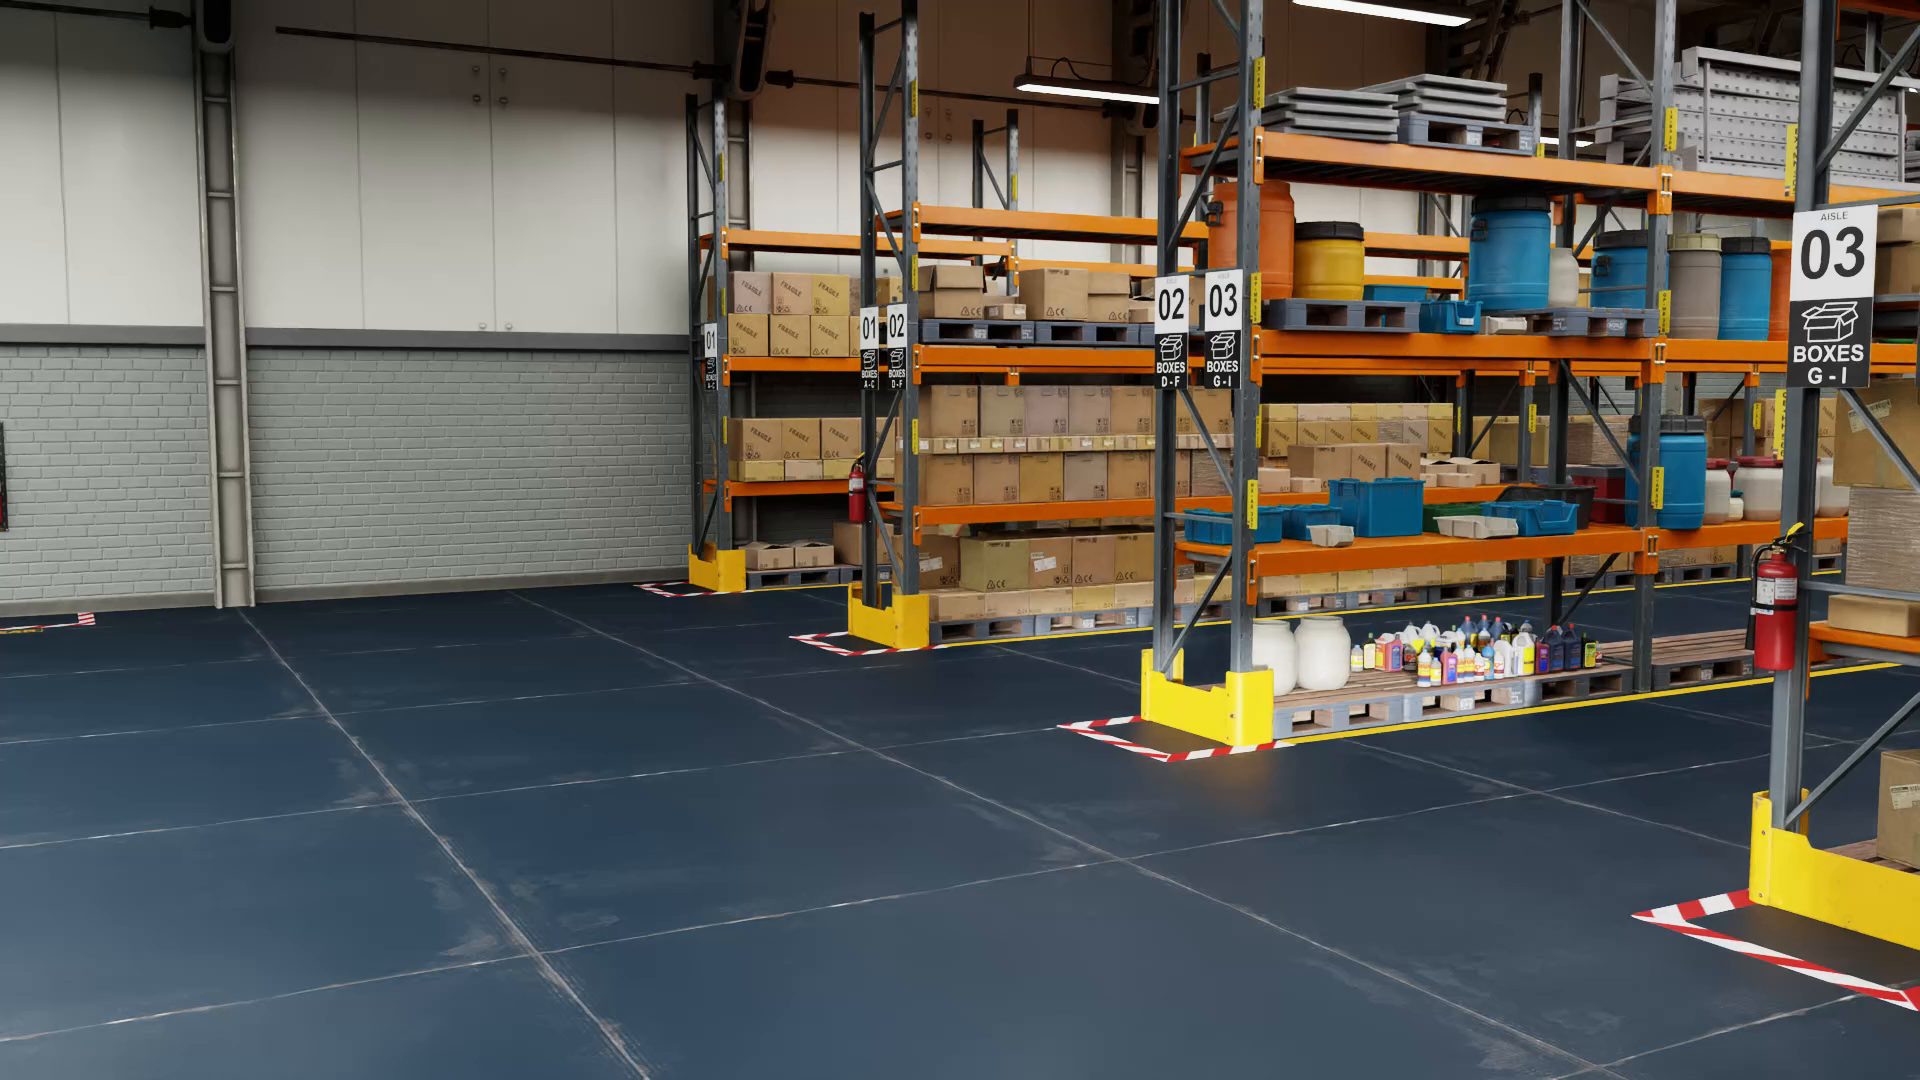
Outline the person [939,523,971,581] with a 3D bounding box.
[{"bbox_3d":[-0.087,-0.018,18.058,0.406,1.616,0.474,-3,6,-27],"label":"person"}]
